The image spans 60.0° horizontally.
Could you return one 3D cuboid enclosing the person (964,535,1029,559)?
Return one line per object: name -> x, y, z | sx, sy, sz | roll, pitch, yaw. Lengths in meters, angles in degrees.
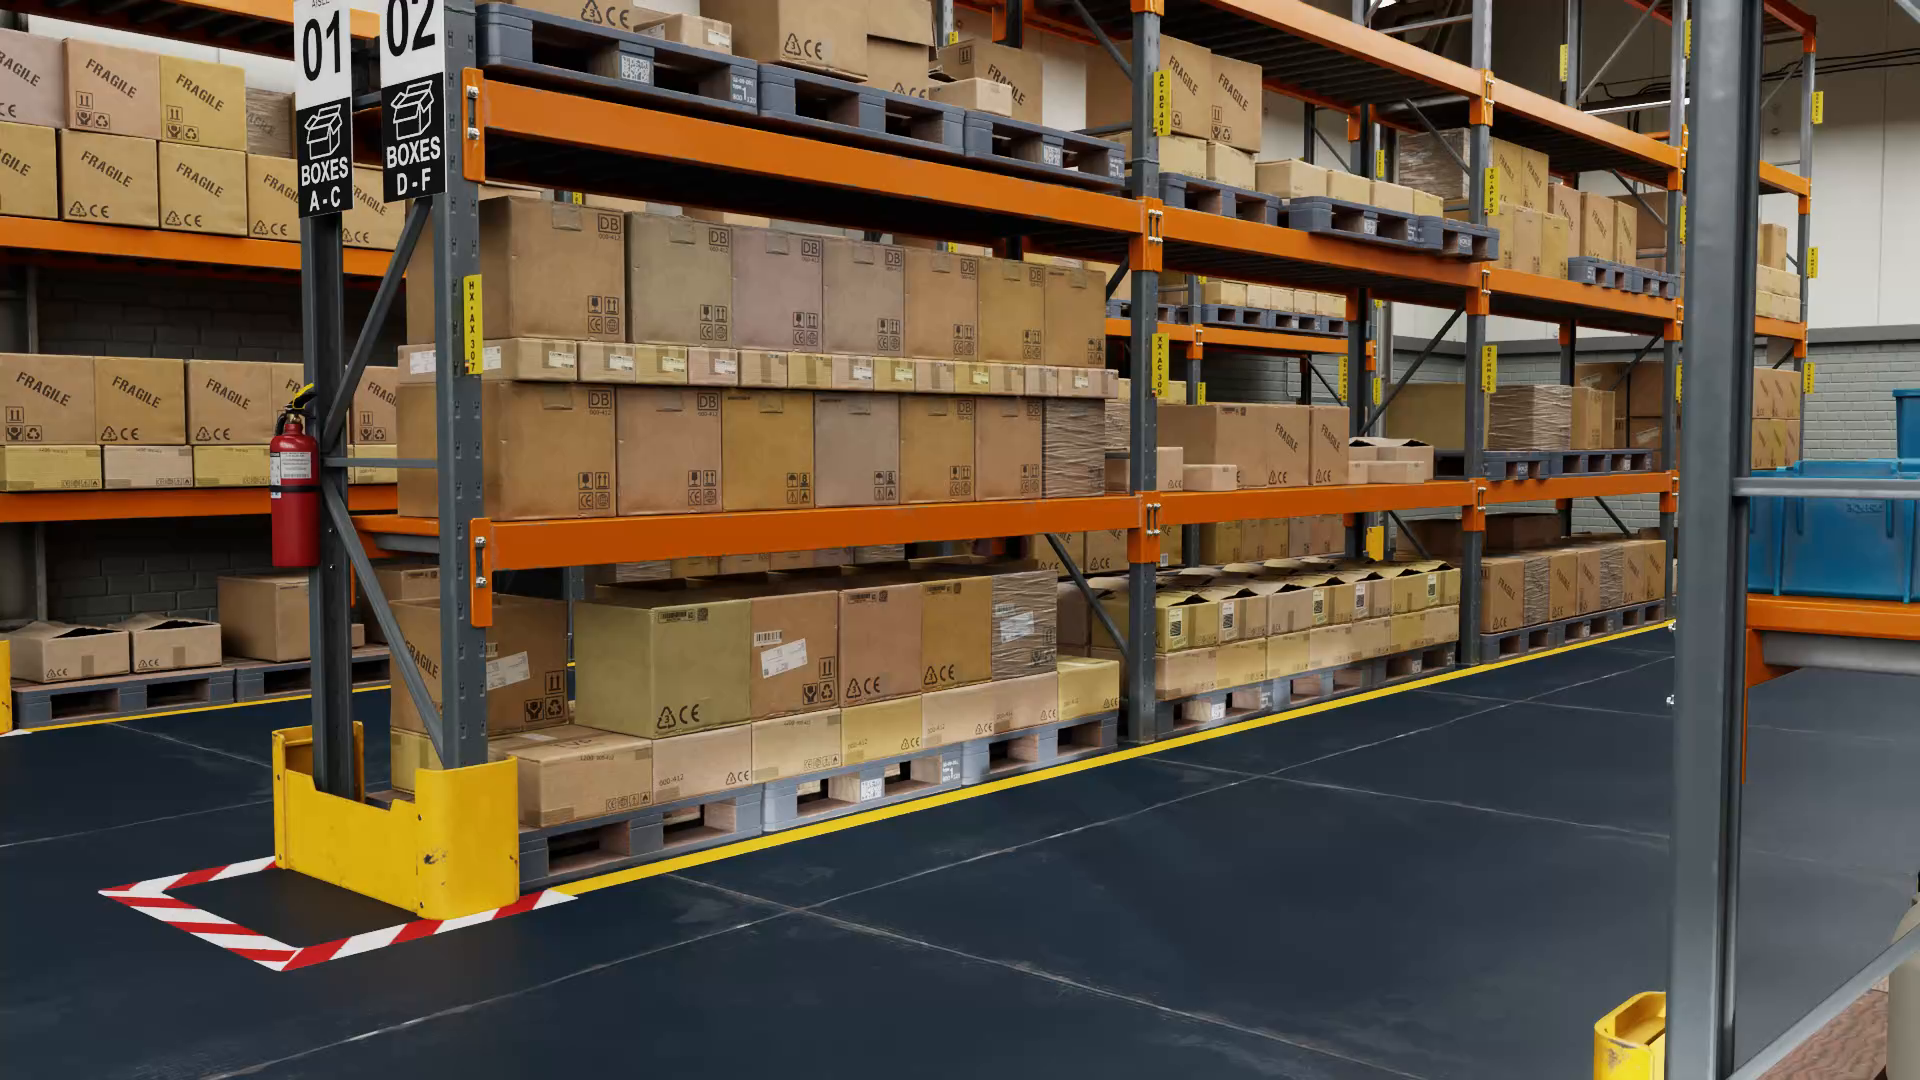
person -> 0.314, -0.065, 13.216 | 0.409, 1.737, 0.587 | 3, 5, 42
